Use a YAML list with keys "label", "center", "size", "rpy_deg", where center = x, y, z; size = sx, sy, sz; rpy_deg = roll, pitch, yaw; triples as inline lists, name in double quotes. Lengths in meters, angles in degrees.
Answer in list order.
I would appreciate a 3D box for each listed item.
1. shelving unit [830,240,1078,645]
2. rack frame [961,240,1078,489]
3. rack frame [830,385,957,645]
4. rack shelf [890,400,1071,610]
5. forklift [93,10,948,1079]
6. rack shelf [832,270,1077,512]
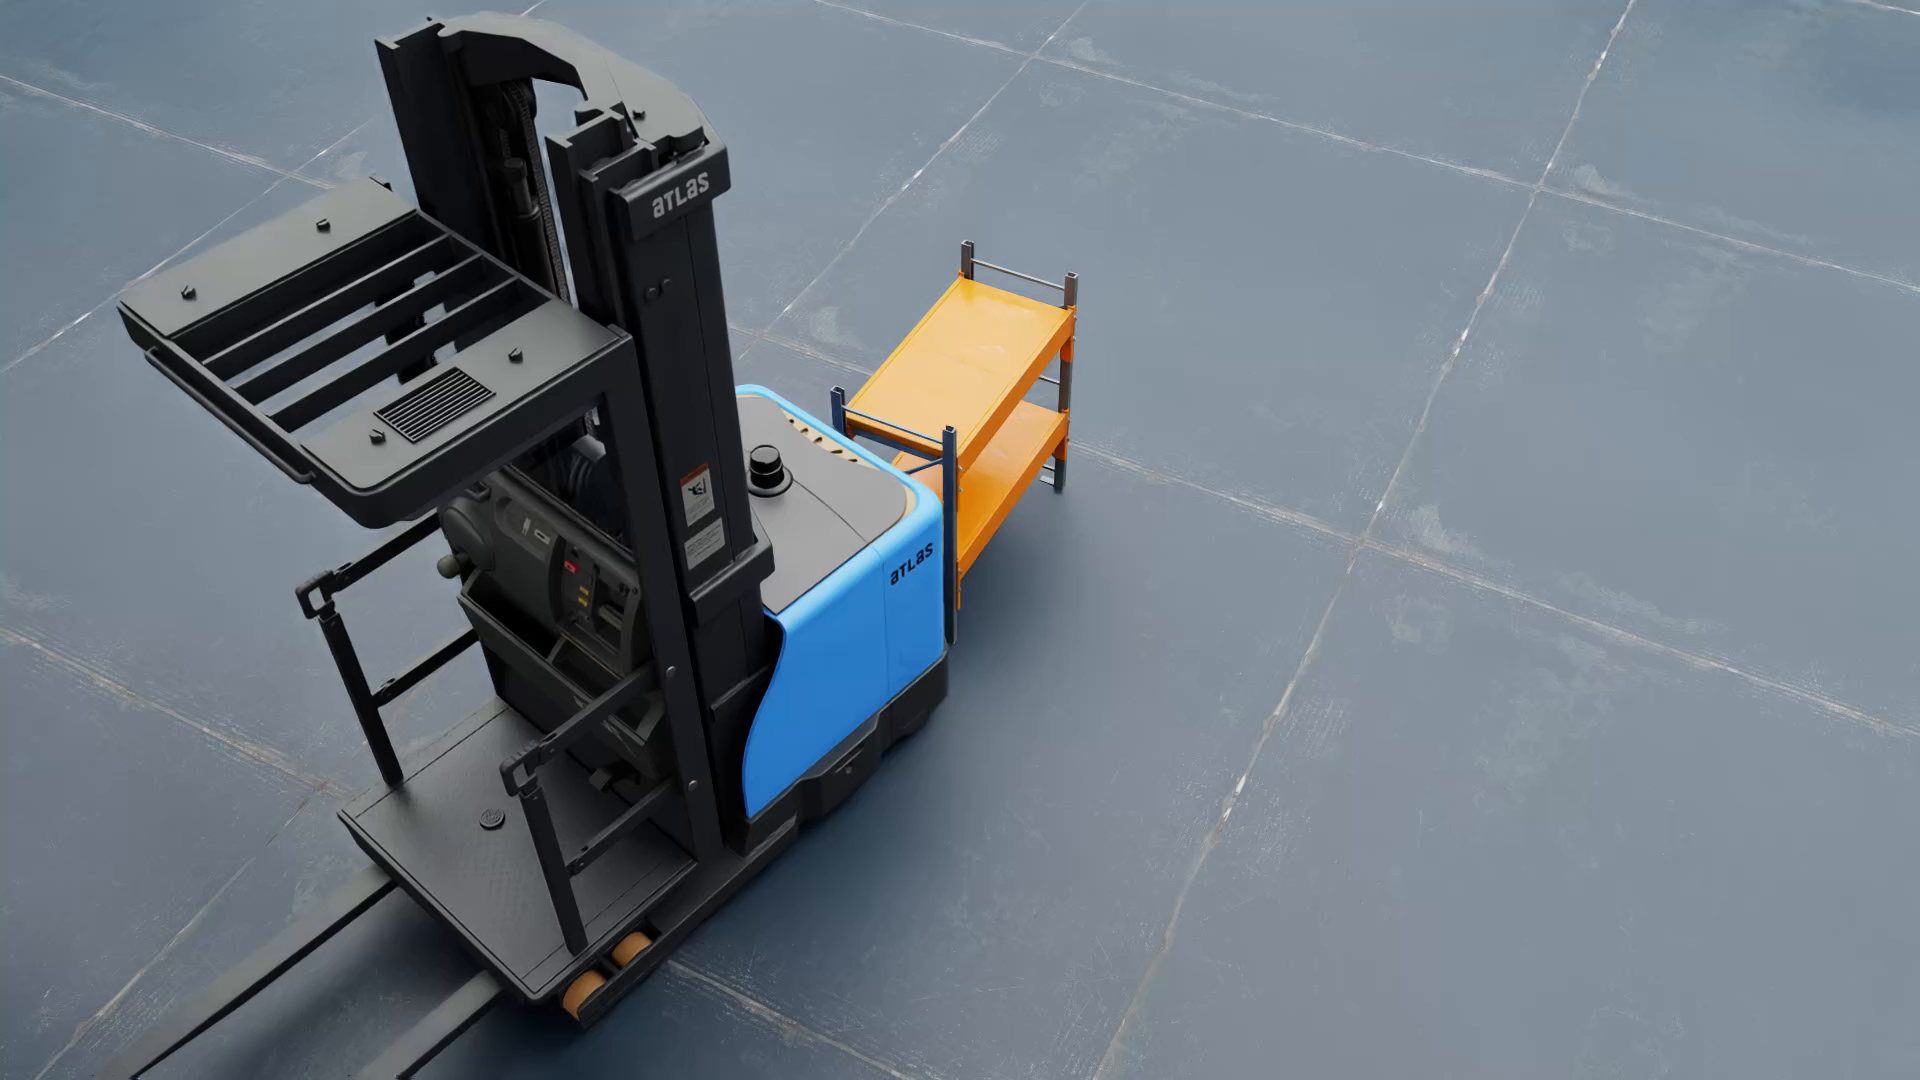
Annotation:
- label: "shelving unit"
  center: [-0.003, -0.391, 6.626]
  size: [0.538, 1.125, 1.048]
  rpy_deg: [20, 49, 19]
- label: "rack frame"
  center: [0.233, -0.711, 6.942]
  size: [0.500, 1.125, 0.032]
  rpy_deg: [20, 49, 19]
- label: "rack frame"
  center: [-0.239, -0.071, 6.309]
  size: [0.500, 1.125, 0.032]
  rpy_deg: [20, 49, 19]
- label: "rack shelf"
  center: [-0.003, -0.219, 6.800]
  size: [0.538, 0.278, 1.000]
  rpy_deg: [20, 49, 19]
- label: "forklift"
  center: [-1.399, 0.136, 4.834]
  size: [1.130, 2.935, 3.031]
  rpy_deg: [32, 54, 28]
- label: "rack shelf"
  center: [-0.003, -0.597, 6.417]
  size: [0.538, 0.278, 1.000]
  rpy_deg: [20, 49, 19]
